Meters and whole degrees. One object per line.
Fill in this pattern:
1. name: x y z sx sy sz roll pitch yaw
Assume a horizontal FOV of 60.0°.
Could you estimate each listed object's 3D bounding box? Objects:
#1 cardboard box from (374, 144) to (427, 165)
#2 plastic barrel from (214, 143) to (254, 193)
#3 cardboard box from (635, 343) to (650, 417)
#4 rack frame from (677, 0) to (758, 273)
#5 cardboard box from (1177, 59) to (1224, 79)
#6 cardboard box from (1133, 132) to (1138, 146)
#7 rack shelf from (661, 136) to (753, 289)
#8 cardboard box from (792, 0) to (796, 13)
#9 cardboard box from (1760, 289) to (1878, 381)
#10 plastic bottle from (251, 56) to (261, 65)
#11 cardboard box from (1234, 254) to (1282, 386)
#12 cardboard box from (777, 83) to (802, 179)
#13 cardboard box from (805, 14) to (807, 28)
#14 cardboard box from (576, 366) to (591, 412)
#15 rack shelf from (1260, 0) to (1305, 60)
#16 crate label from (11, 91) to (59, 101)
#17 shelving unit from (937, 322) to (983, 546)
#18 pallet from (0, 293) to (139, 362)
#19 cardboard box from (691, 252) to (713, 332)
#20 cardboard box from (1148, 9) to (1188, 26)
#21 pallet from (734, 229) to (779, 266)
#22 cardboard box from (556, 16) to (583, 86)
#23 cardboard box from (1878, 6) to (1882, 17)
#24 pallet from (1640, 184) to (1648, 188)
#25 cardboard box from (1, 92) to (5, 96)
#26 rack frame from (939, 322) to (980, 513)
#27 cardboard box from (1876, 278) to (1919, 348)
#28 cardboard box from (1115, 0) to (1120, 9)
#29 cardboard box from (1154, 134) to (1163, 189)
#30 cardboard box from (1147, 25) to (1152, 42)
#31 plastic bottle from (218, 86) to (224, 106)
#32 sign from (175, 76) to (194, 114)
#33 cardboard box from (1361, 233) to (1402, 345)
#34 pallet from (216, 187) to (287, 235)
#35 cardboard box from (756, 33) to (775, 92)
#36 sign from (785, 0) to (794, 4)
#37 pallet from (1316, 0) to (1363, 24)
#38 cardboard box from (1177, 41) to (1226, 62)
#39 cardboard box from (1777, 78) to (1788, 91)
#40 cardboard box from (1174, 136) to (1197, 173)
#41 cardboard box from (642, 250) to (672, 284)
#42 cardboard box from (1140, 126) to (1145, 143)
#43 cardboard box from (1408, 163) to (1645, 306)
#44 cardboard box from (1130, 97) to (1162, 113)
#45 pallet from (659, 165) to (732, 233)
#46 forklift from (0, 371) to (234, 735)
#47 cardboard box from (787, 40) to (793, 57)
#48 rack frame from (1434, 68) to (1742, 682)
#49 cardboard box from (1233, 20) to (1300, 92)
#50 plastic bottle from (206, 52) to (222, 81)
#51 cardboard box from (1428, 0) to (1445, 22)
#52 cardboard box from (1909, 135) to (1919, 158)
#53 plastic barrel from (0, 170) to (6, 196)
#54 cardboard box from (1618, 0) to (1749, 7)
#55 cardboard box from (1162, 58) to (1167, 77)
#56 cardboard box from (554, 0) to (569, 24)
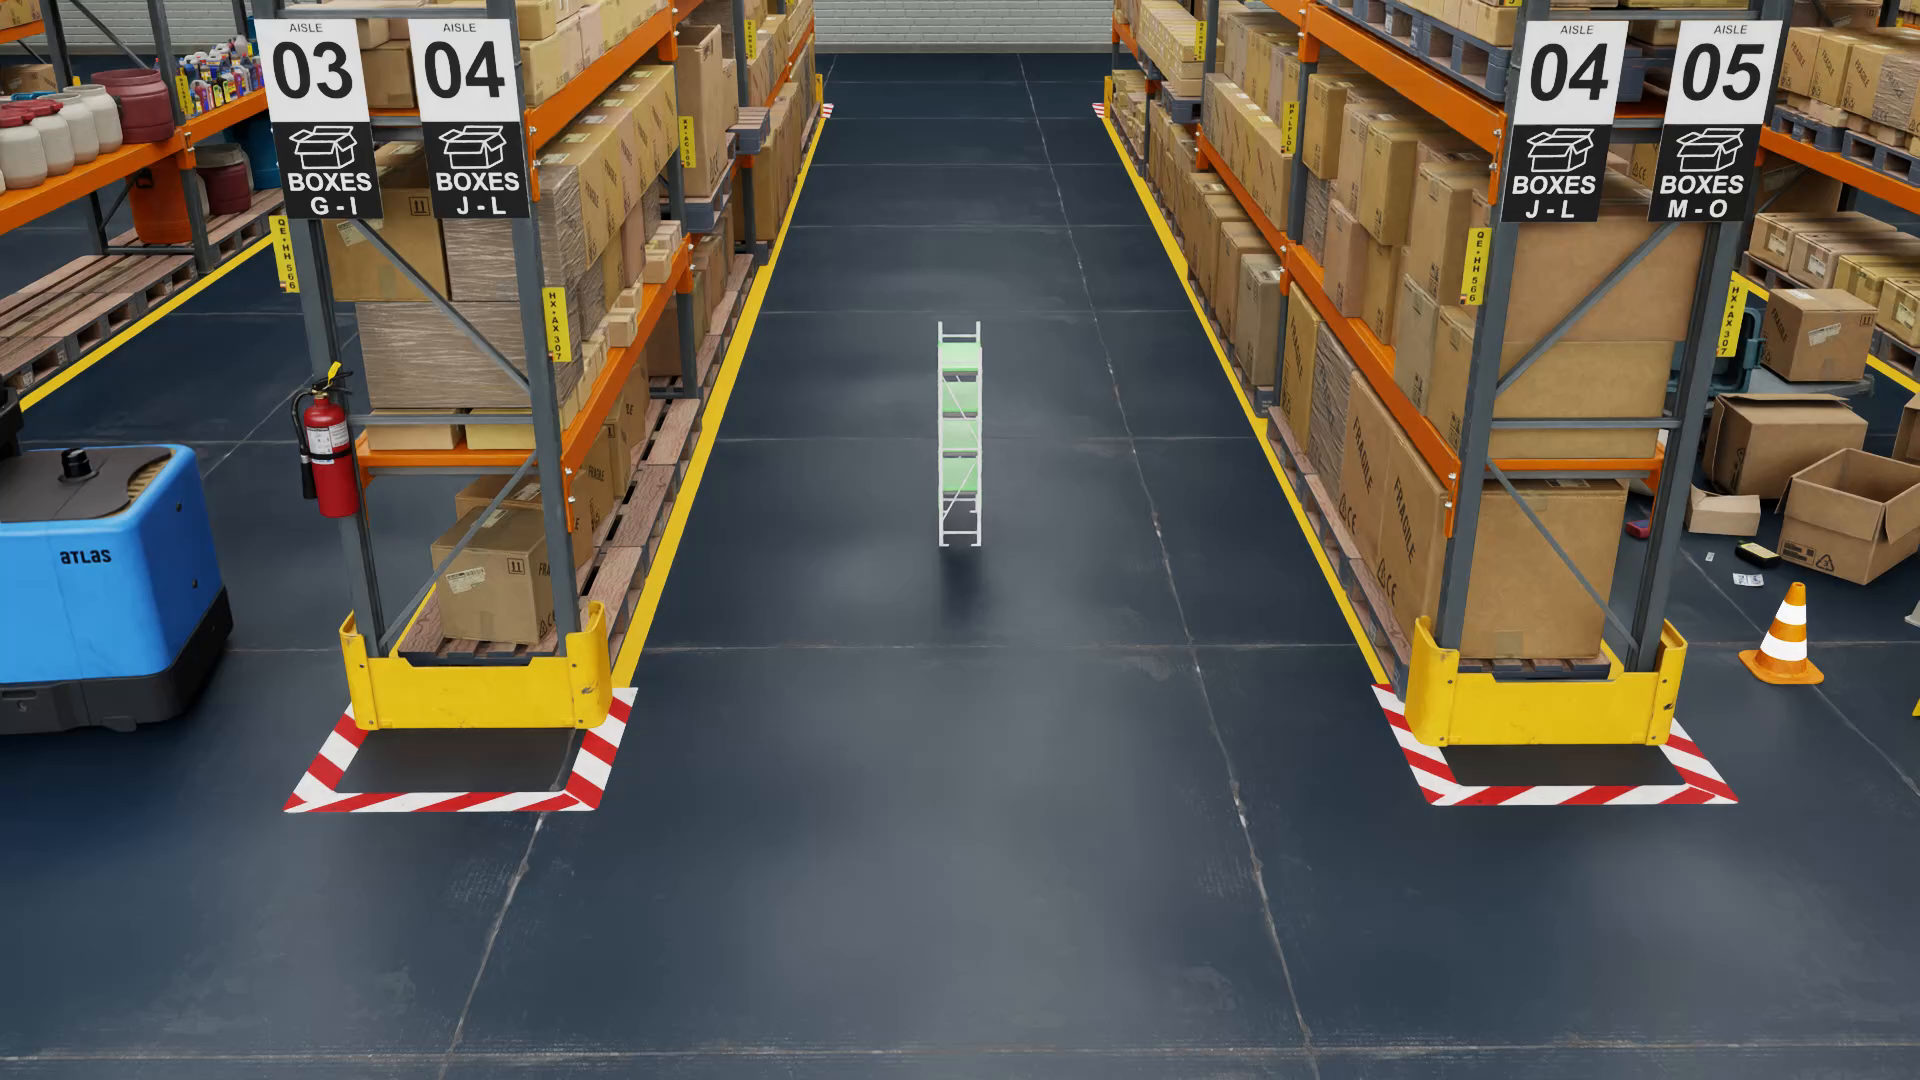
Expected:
1. cardboard box: -2.528 -1.588 7.925 0.500 0.500 0.500 0 24 -1
2. plastic barrel: -7.434 -3.751 16.913 0.421 0.512 0.421 0 24 0
3. cardboard box: -2.343 -1.055 10.967 0.500 0.500 0.500 -1 24 -2
4. rack frame: -2.351 -3.816 14.548 1.000 3.000 0.127 0 24 -1
5. cardboard box: 2.149 -4.211 14.855 0.380 0.149 0.250 0 24 1
6. cardboard box: 2.235 -4.714 19.482 0.380 0.149 0.250 -1 24 -2
7. rack shelf: -2.329 -2.664 12.874 1.077 0.370 4.000 0 24 -1
8. cardboard box: -2.142 -6.275 18.895 0.500 0.500 0.500 0 24 -1
9. cardboard box: 5.823 -1.398 11.316 0.500 0.500 0.500 0 24 -1
10. plastic bottle: -7.006 -4.715 16.686 0.152 0.276 0.135 0 24 -1
11. cardboard box: 2.557 -1.570 11.802 1.050 0.750 0.750 0 24 -1
12. cardboard box: -2.368 -4.424 17.961 1.225 0.875 0.875 0 24 0
13. cardboard box: -2.092 -6.432 20.637 0.380 0.149 0.250 -1 24 -2
14. cardboard box: -2.000 -0.730 8.029 0.380 0.149 0.250 0 24 -1
15. rack shelf: 2.632 -4.012 12.213 1.077 0.370 4.000 0 24 -1
16. crate label: -7.563 -3.399 13.583 0.502 0.435 0.616 0 24 -1
17. shelving unit: -0.002 -0.615 9.654 0.258 1.200 0.503 0 24 -1
18. pallet: -7.324 -1.703 13.258 1.003 0.211 1.213 0 24 -1
19. cardboard box: -2.285 -1.910 12.832 0.700 0.500 0.500 -2 24 -5
20. cardboard box: 2.120 -5.305 16.914 0.380 0.149 0.250 -1 24 -1
21. pallet: -2.284 -2.871 15.842 1.003 0.211 1.213 0 24 -1
22. cardboard box: -2.022 -2.230 7.583 0.500 0.250 0.500 -1 24 -2
23. cardboard box: 12.164 -6.930 21.737 0.380 0.149 0.250 0 24 -1
24. pallet: 7.615 -3.417 17.049 1.003 0.211 1.213 0 24 -1
25. cardboard box: -12.683 -5.797 21.853 0.380 0.149 0.250 0 24 -1
26. rack frame: -0.004 -0.715 9.876 0.240 1.200 0.015 0 24 -1
27. cardboard box: 7.583 -1.719 12.590 0.950 0.372 0.625 1 24 3
28. cardboard box: 2.251 -7.088 21.300 0.500 0.500 0.500 1 24 2
29. cardboard box: 2.317 -3.974 17.420 0.500 0.500 0.500 1 24 2
30. cardboard box: 2.122 -5.173 16.982 0.380 0.149 0.250 -1 24 -3
31. plastic bottle: -6.966 -4.177 15.586 0.097 0.201 0.097 0 24 0
32. sign: -6.754 -3.874 14.477 0.100 0.325 0.005 0 24 -1
33. cardboard box: 2.692 -1.397 9.018 0.875 0.550 0.500 0 24 -1
34. pallet: -7.364 -3.350 16.900 1.003 0.211 1.213 0 24 -1
35. cardboard box: -2.105 -4.693 16.365 0.500 0.500 0.500 0 24 0
36. sign: -1.852 -5.962 17.984 0.100 0.325 0.005 0 24 -1
37. pallet: 2.652 -3.138 9.515 1.003 0.211 1.213 0 24 -1
38. cardboard box: 2.146 -4.345 14.790 0.380 0.149 0.250 -1 24 -3
39. cardboard box: 7.299 -4.219 15.013 0.500 0.250 0.500 0 24 -1
40. cardboard box: 2.324 -3.680 15.860 0.500 0.250 0.500 0 24 0
41. cardboard box: -1.961 -1.657 10.079 0.380 0.149 0.250 0 24 -1
42. cardboard box: 2.245 -4.601 18.873 0.380 0.149 0.250 0 24 0
43. cardboard box: 2.634 -1.440 7.802 0.875 0.550 0.550 0 24 -1
44. cardboard box: 2.230 -5.180 19.791 0.380 0.149 0.250 -1 24 -3
45. pallet: -2.170 -2.396 11.641 1.003 0.211 1.213 0 24 -1
46. forklift: -5.201 -0.571 7.455 3.031 2.935 1.130 -3 24 -6
47. cardboard box: -2.065 -5.473 18.517 0.380 0.149 0.250 0 24 0
48. rack frame: 2.697 -0.500 7.216 1.000 3.000 0.127 0 24 -1
49. cardboard box: 2.612 -3.905 13.409 0.700 0.500 0.500 -1 24 -1
50. plastic bottle: -7.561 -4.812 16.901 0.152 0.276 0.135 0 24 -1
51. cardboard box: 2.347 -2.439 7.536 0.380 0.149 0.250 0 24 0
52. cardboard box: 7.324 -2.921 12.363 0.380 0.149 0.250 0 24 -1
53. plastic barrel: -7.121 -2.629 12.090 0.301 0.262 0.301 0 24 0
54. cardboard box: 2.948 -2.371 6.903 0.500 0.250 0.500 0 24 -1
55. cardboard box: 2.137 -4.497 15.848 0.380 0.149 0.250 -1 24 -3
56. cardboard box: -1.999 -2.438 7.558 0.380 0.149 0.250 1 24 2
